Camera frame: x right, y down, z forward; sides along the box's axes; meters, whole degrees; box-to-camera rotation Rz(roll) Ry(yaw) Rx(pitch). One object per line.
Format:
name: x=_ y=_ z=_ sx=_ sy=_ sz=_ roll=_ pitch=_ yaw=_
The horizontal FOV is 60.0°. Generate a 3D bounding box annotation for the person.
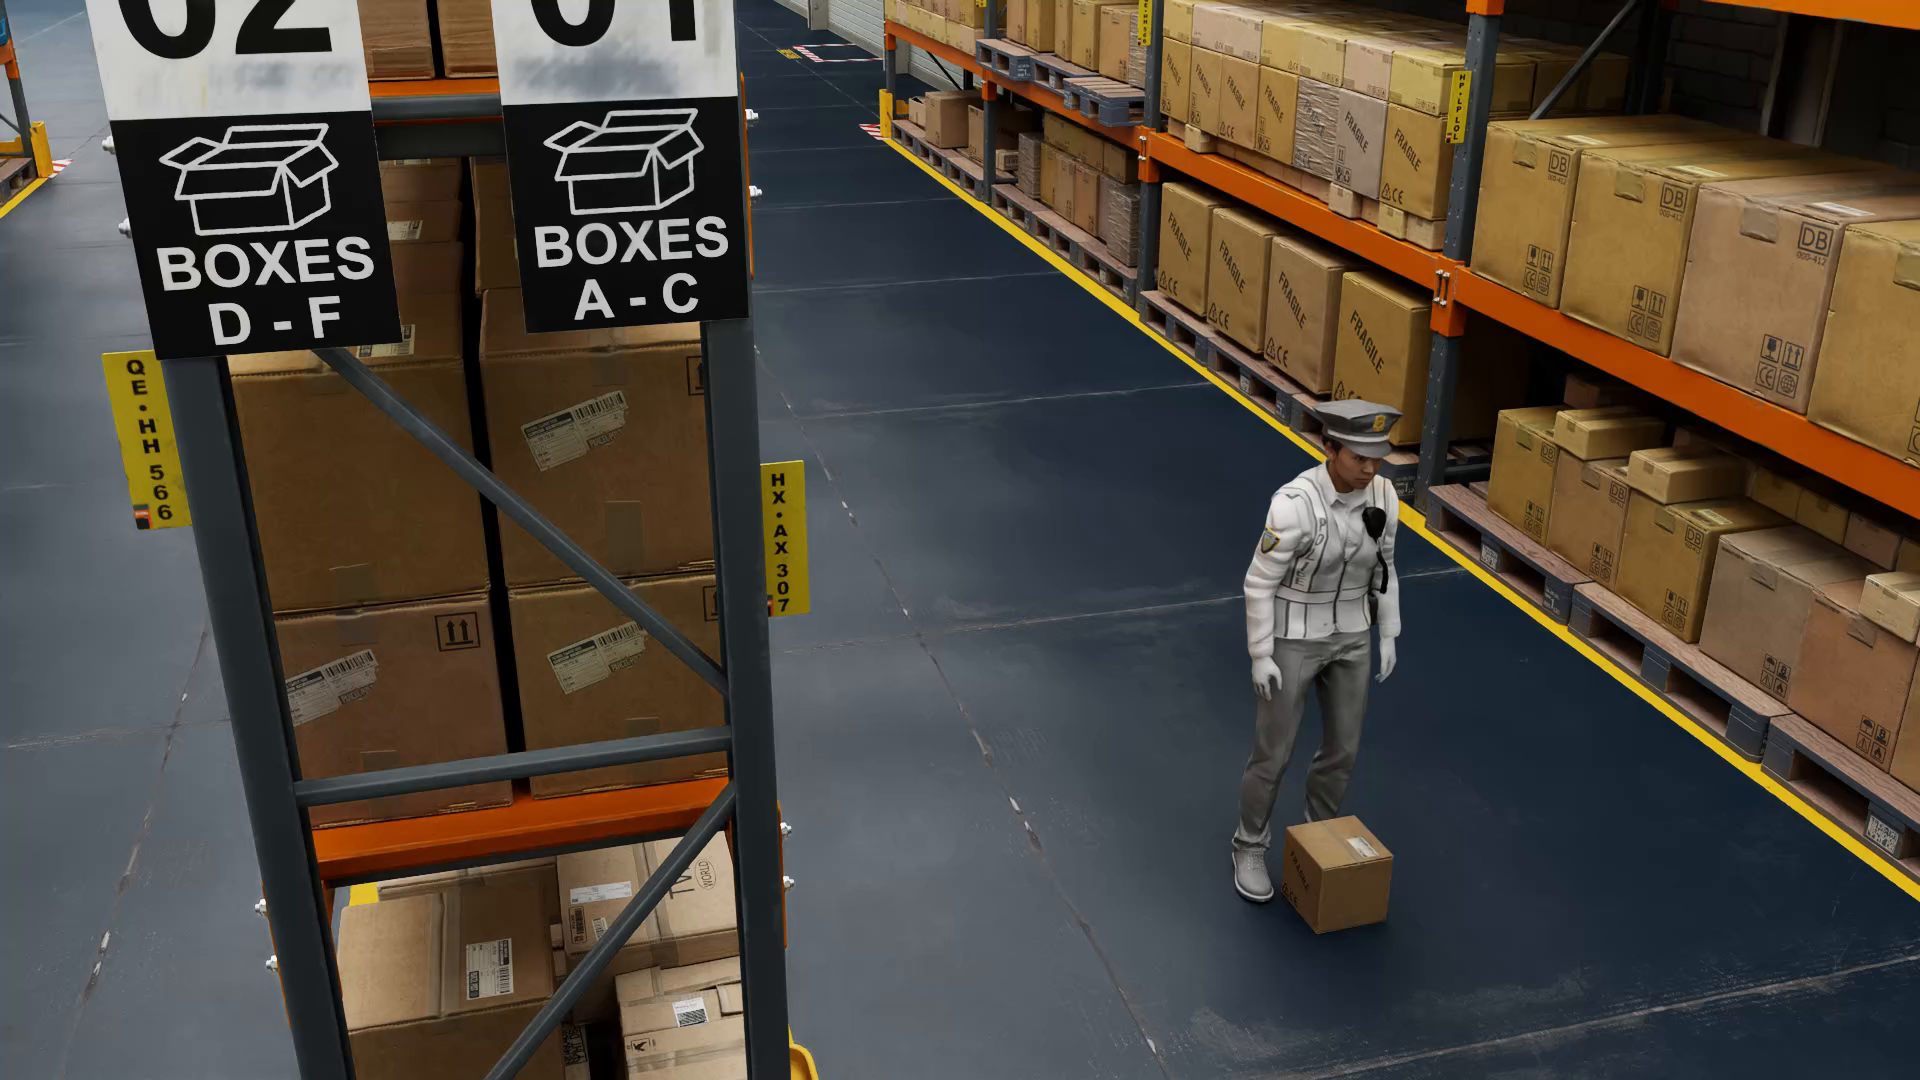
person: x=1.149 y=0.336 z=5.299 sx=0.544 sy=1.666 sz=0.370 roll=-7 pitch=24 yaw=-17
